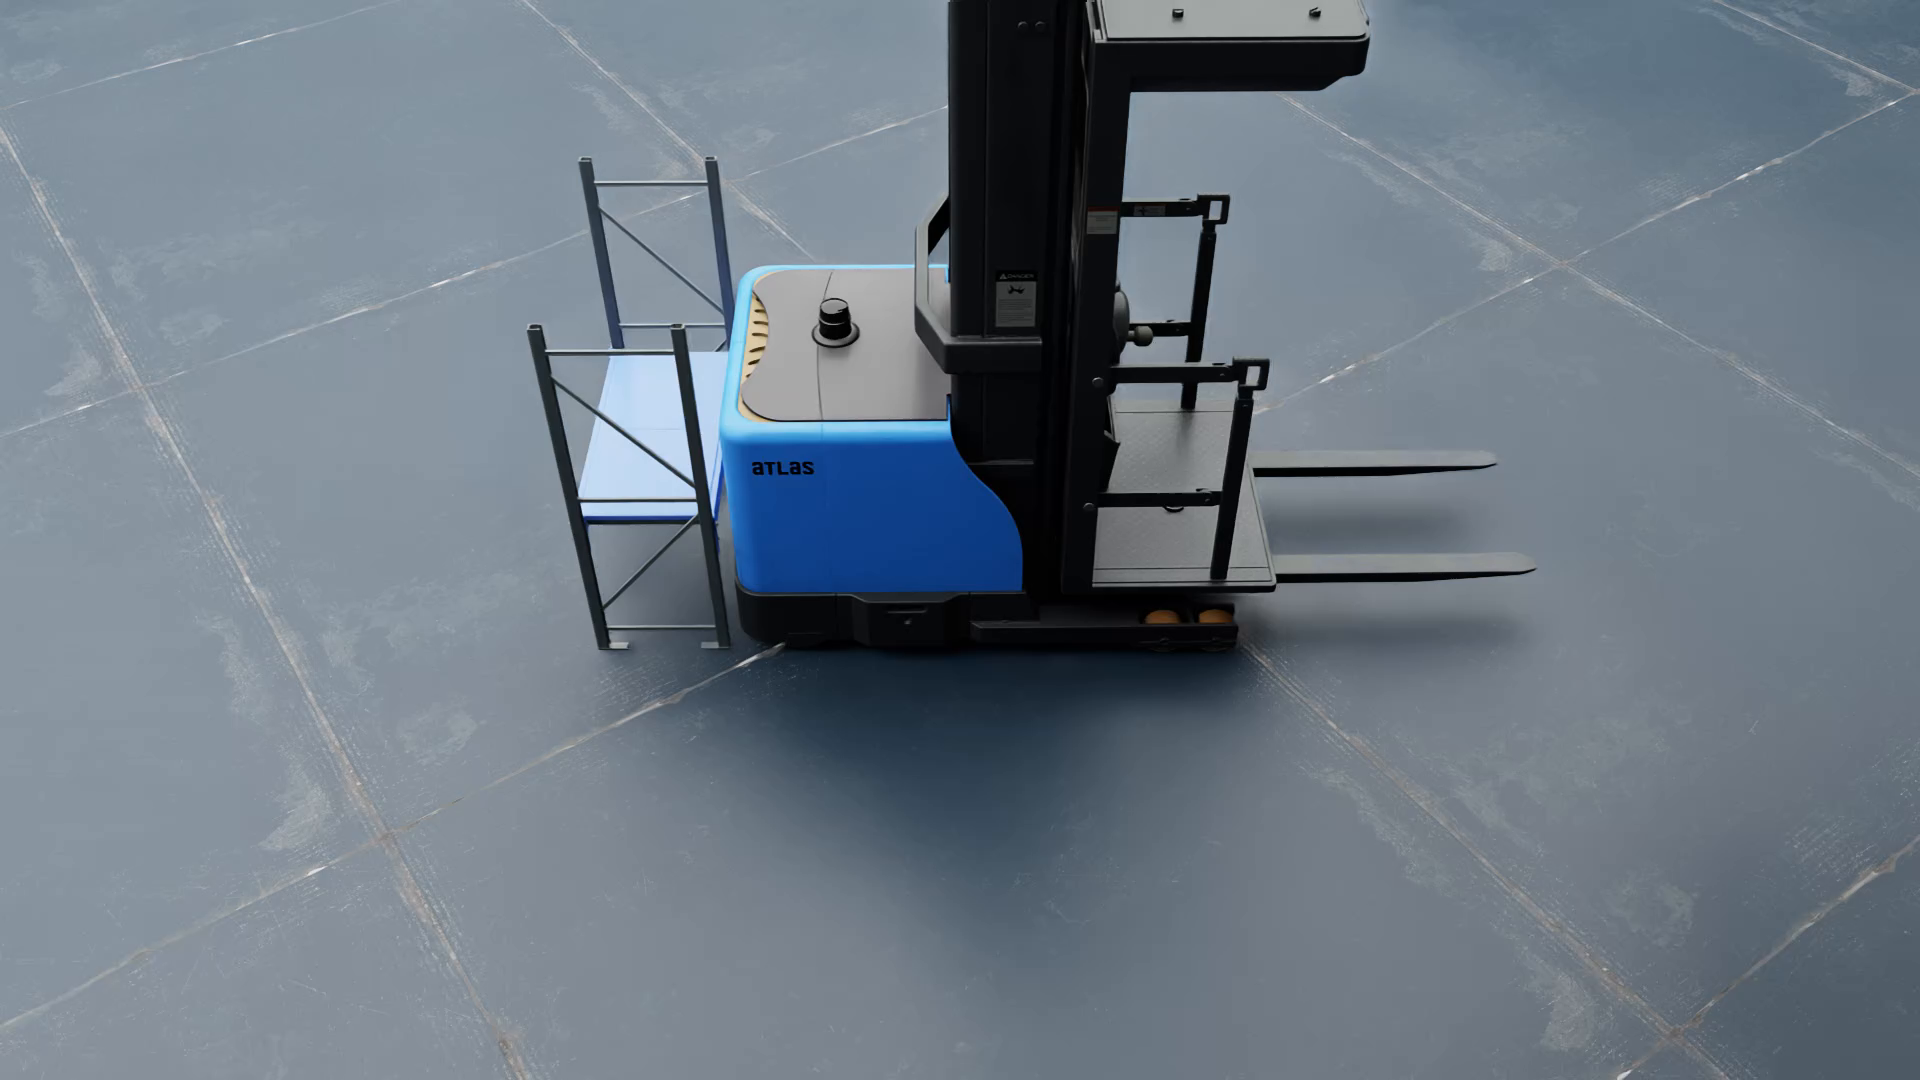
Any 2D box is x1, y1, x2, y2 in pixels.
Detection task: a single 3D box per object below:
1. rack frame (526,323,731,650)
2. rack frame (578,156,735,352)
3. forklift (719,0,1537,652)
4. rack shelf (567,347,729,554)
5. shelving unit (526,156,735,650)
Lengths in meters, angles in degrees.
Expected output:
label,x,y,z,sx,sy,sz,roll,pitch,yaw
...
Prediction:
label,x,y,z,sx,sy,sz,roll,pitch,yaw
rack frame,-1.125,-0.137,5.807,0.500,1.500,0.032,0,44,0
rack frame,-1.130,-0.839,6.542,0.500,1.500,0.032,0,44,0
forklift,0.674,-1.005,5.681,3.031,2.935,1.130,-1,44,-1
rack shelf,-1.127,-0.358,6.299,0.538,0.185,1.000,0,44,0
shelving unit,-1.127,-0.488,6.174,0.538,1.500,1.048,0,44,0
